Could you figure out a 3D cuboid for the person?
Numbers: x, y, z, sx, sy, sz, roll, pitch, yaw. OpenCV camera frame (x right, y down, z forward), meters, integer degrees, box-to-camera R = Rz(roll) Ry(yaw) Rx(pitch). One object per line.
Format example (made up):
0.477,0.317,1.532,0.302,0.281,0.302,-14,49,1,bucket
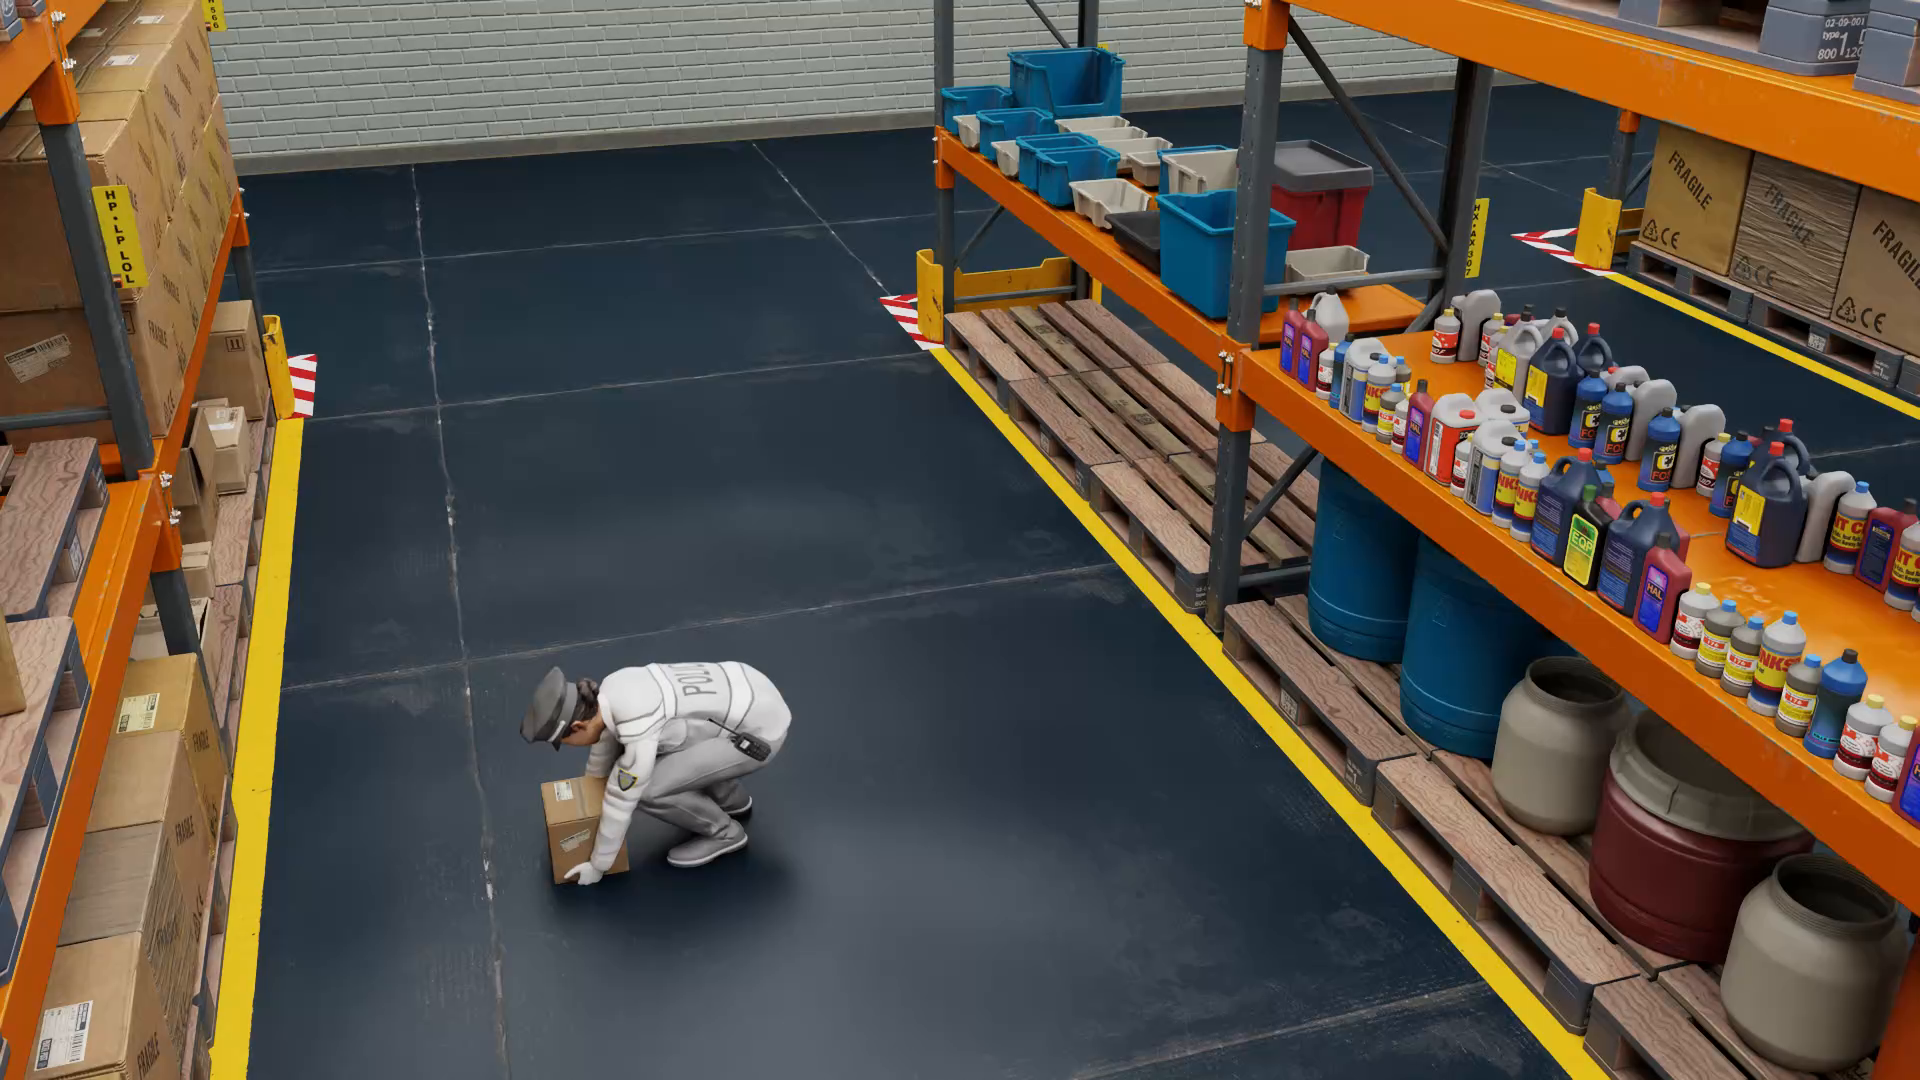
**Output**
-1.022,0.739,5.675,0.900,0.814,0.457,-9,28,-17,person
